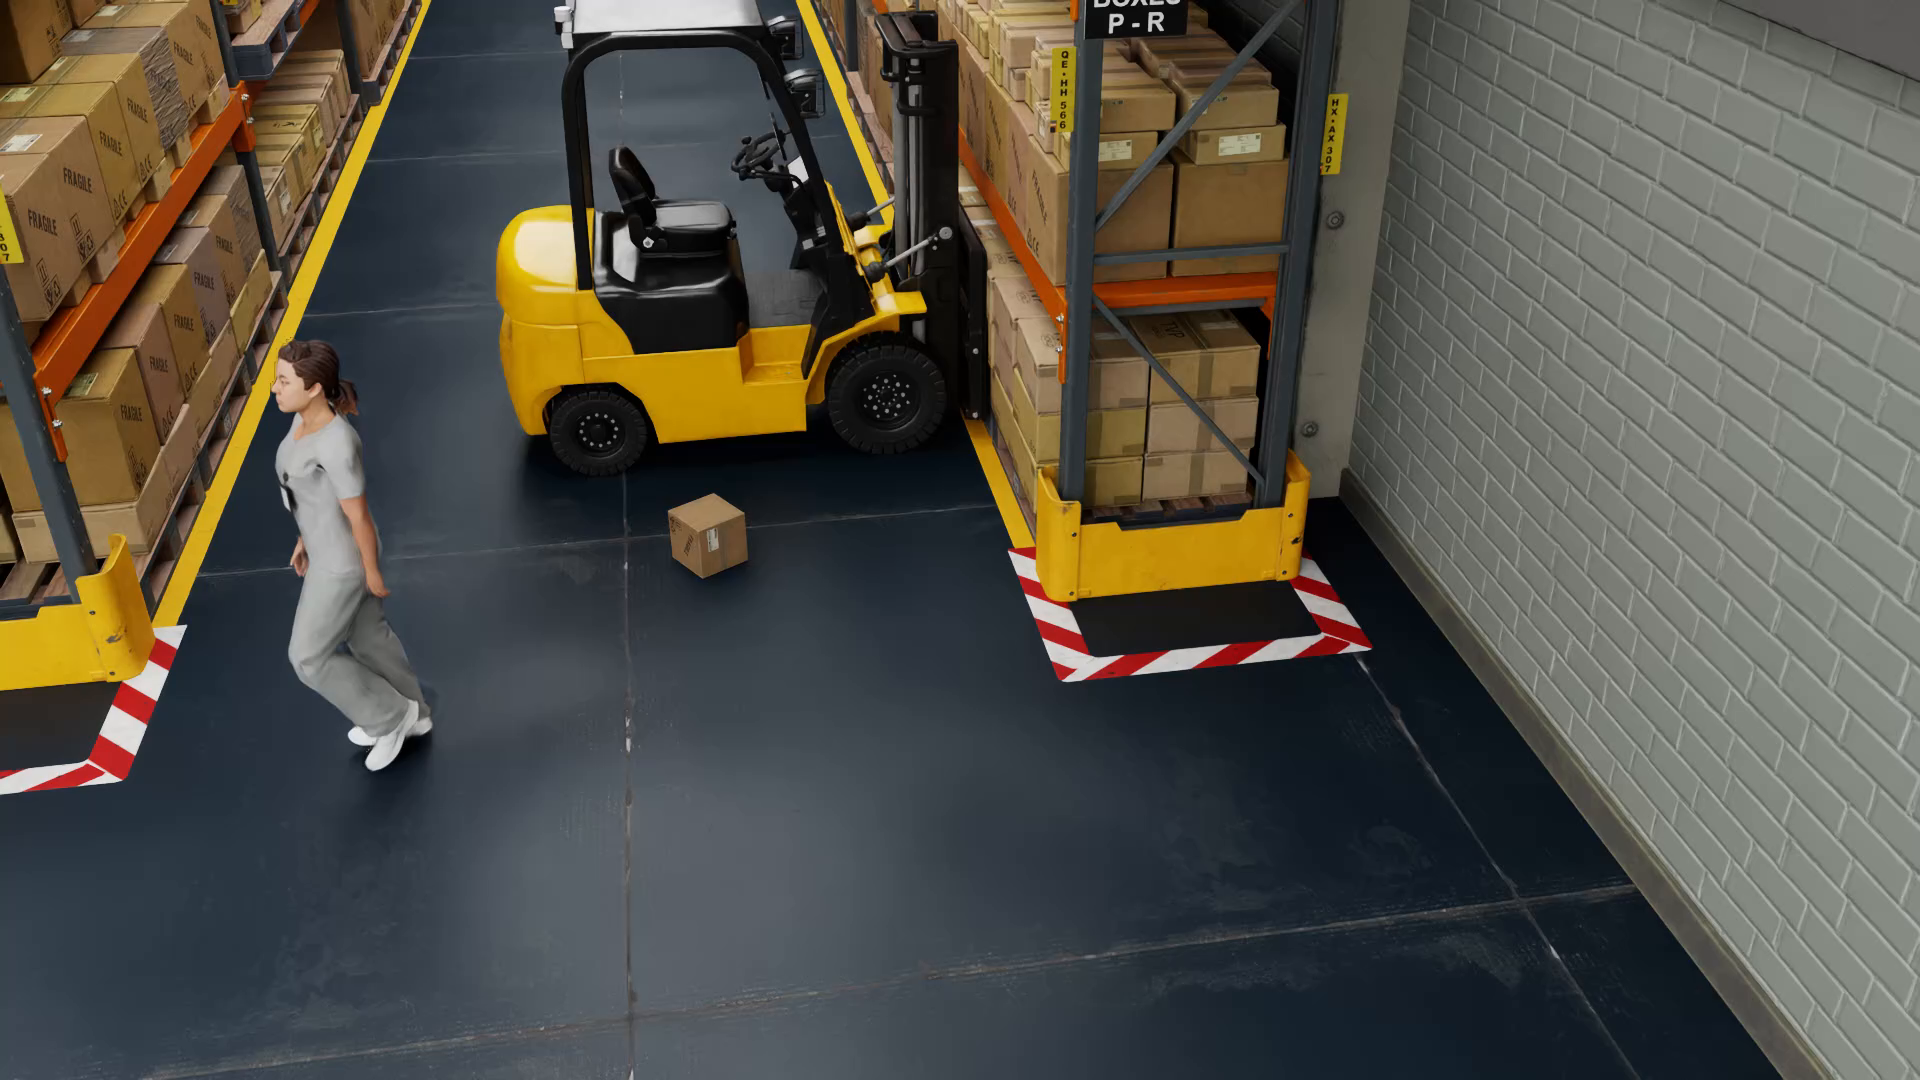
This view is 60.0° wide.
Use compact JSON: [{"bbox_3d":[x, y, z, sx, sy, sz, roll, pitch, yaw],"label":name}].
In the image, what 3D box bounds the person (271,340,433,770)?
[{"bbox_3d":[-2.255,0.079,5.982,0.454,1.685,0.439,-16,34,-24],"label":"person"}]
